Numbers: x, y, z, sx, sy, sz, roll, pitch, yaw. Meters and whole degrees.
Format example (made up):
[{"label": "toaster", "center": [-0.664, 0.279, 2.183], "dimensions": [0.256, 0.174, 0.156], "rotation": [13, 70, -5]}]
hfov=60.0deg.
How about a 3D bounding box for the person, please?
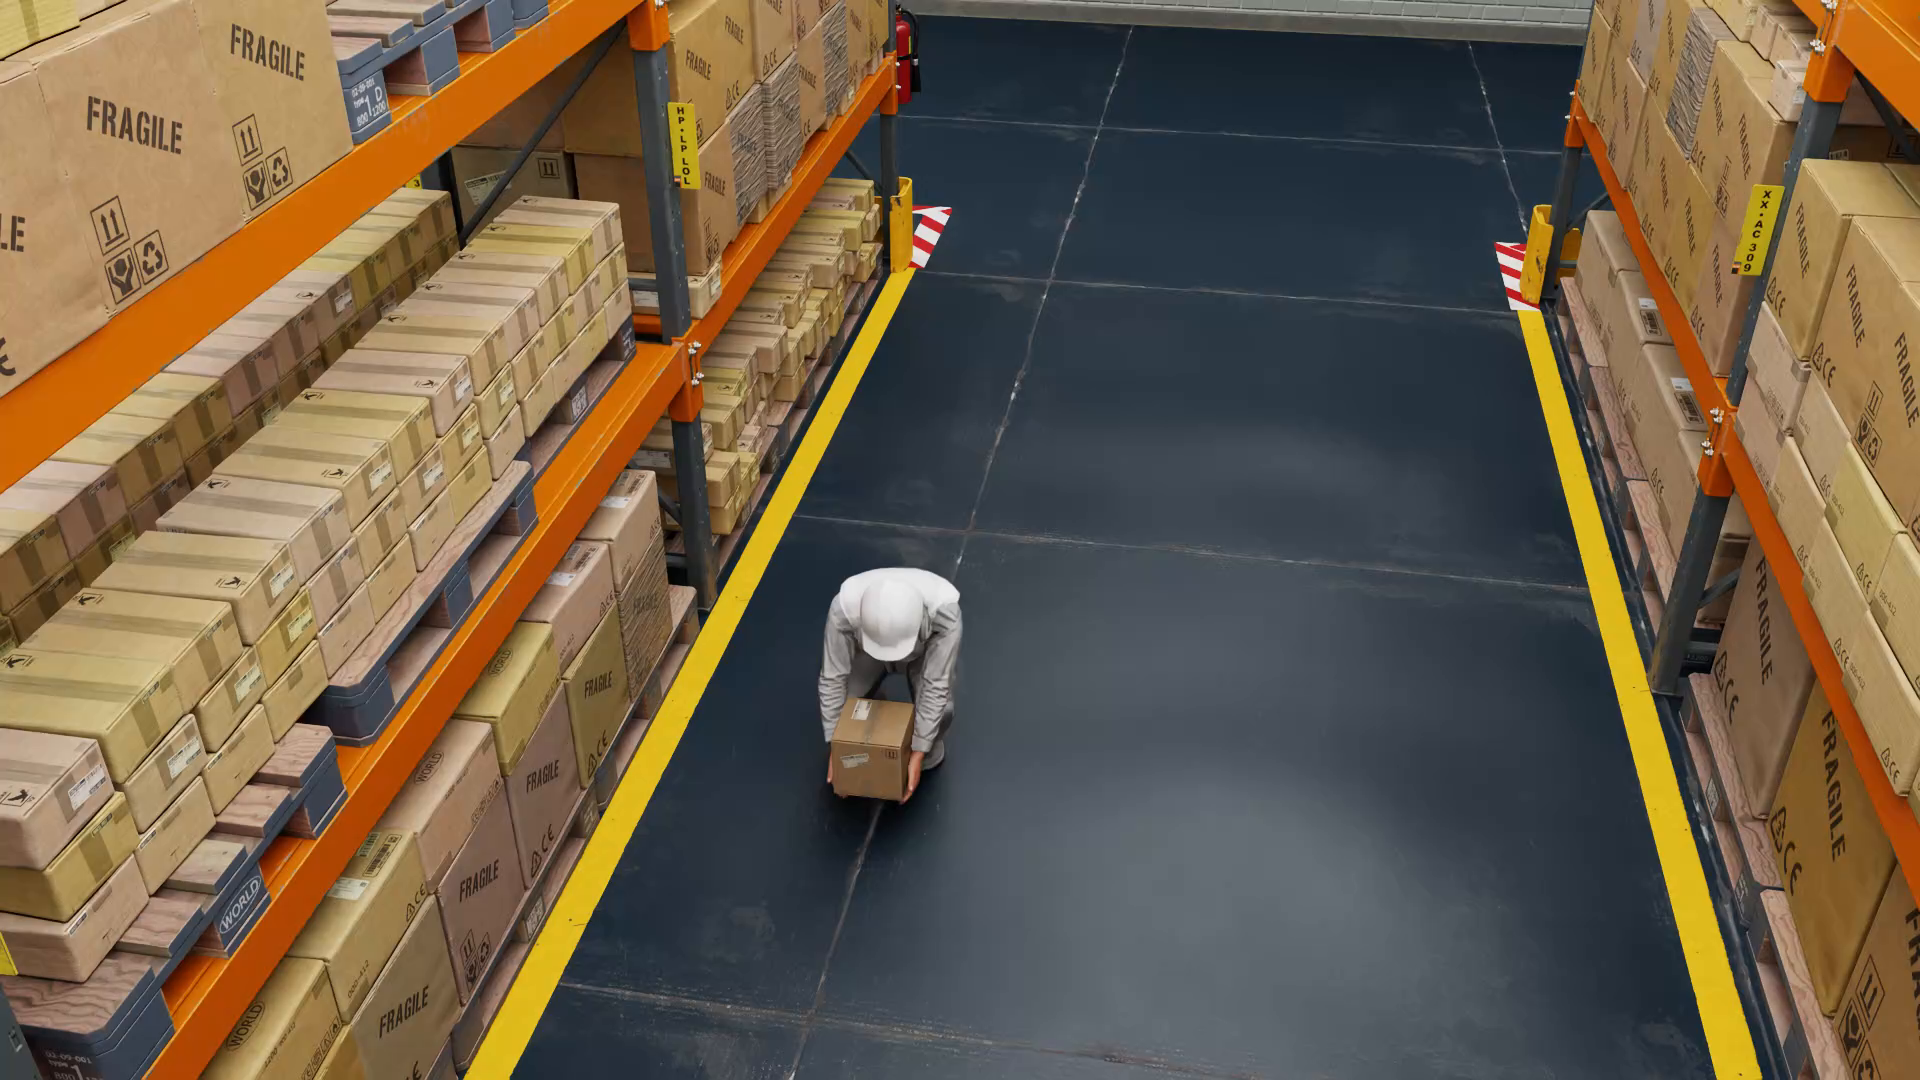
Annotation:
[{"label": "person", "center": [-0.246, 0.425, 6.166], "dimensions": [0.530, 1.009, 0.868], "rotation": [5, 33, 8]}]
